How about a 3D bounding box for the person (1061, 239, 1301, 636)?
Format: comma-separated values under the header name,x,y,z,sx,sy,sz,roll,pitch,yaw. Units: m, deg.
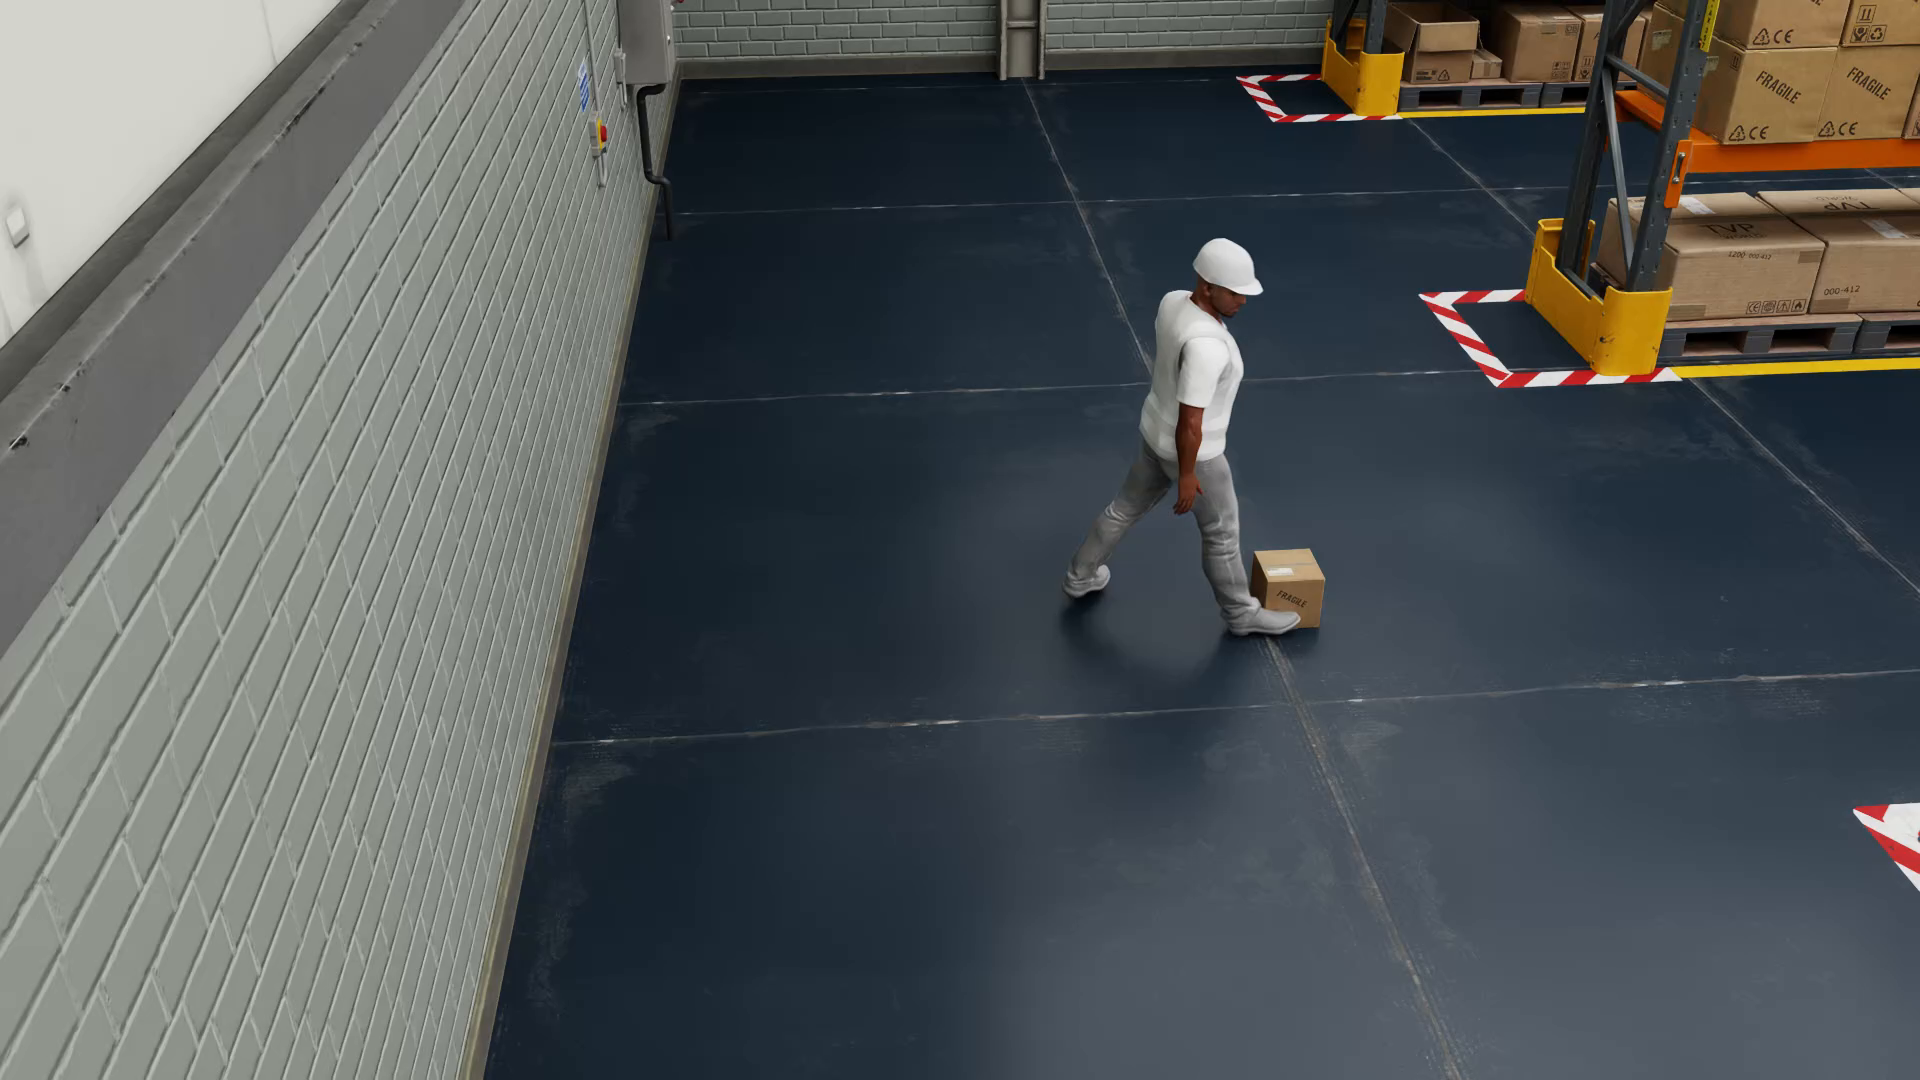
name,x,y,z,sx,sy,sz,roll,pitch,yaw
person,0.940,-0.427,6.837,0.941,1.737,0.666,-6,32,-11
